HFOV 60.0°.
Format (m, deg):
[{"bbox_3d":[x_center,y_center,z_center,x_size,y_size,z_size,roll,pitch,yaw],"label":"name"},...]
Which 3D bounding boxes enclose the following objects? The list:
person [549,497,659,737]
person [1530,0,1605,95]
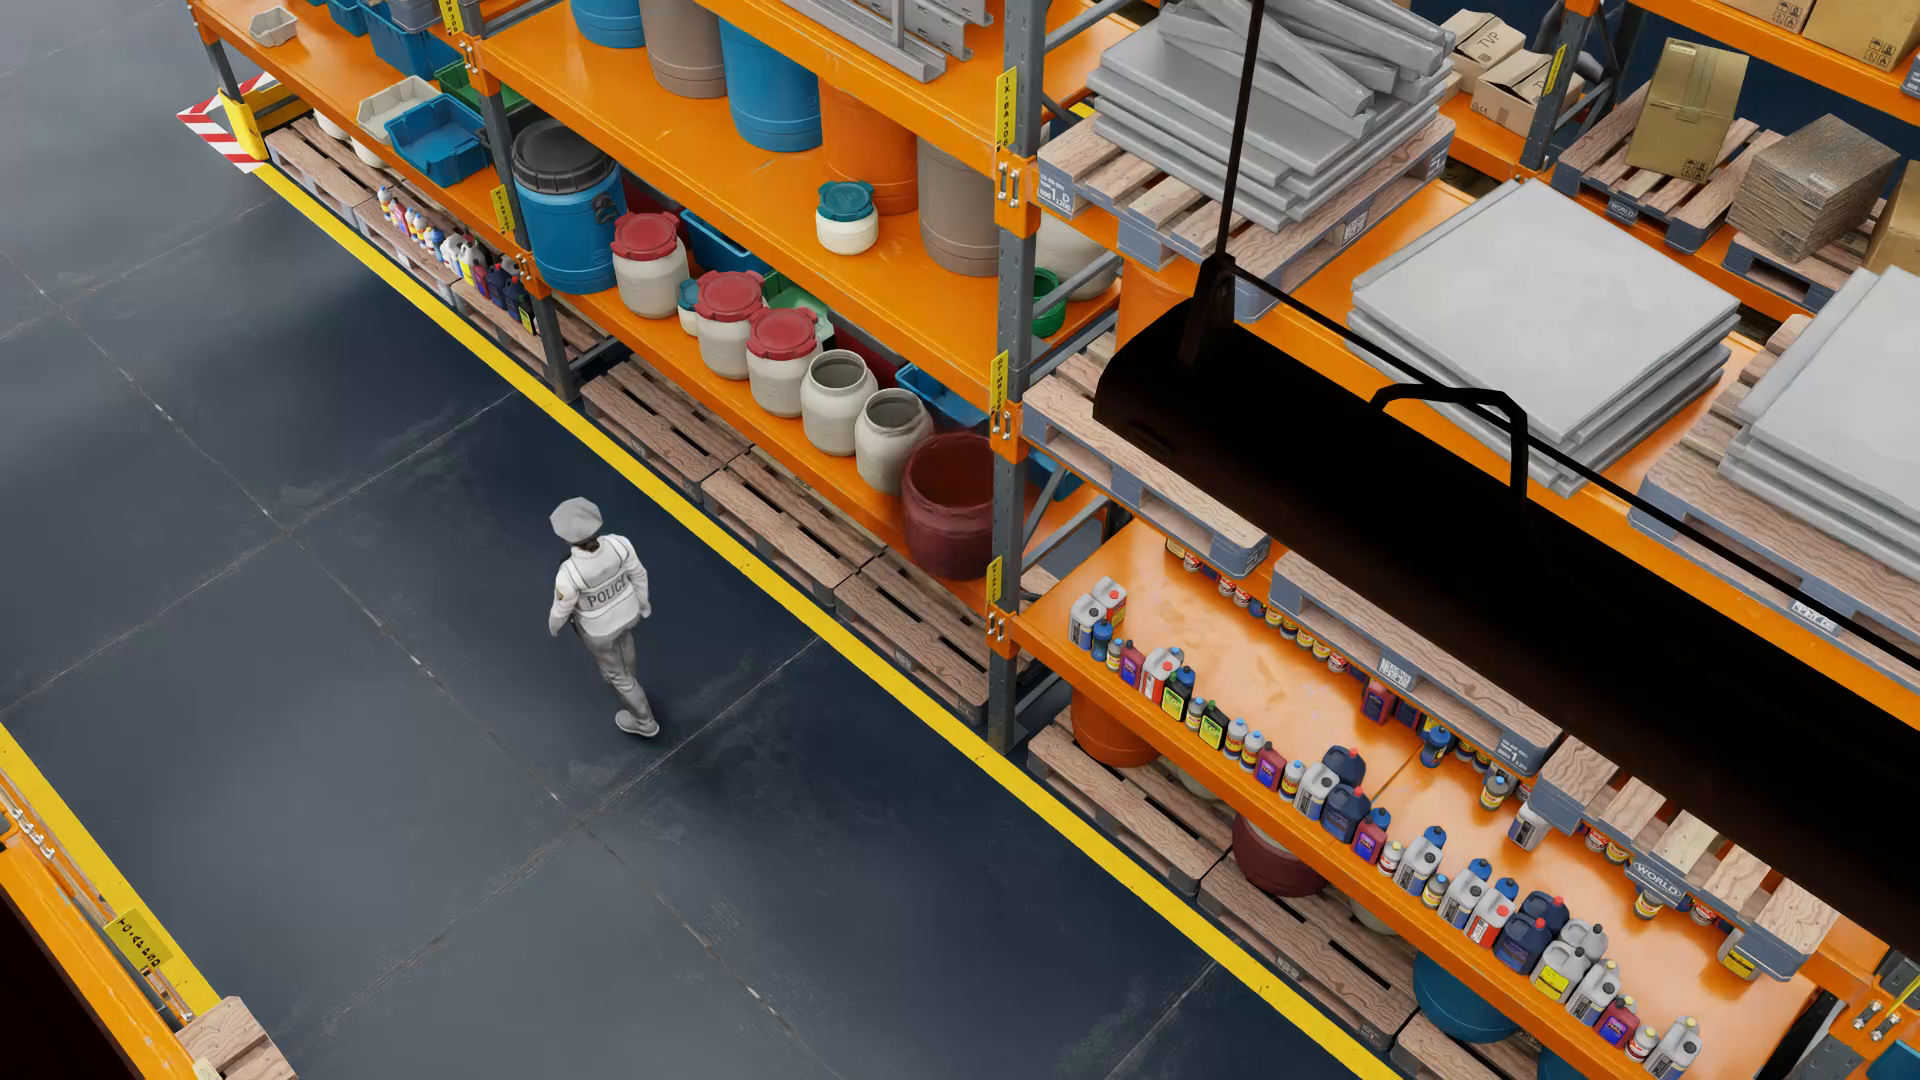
[{"bbox_3d":[-1.910,0.419,8.924,0.622,1.693,0.530,36,59,26],"label":"person"},{"bbox_3d":[4.802,-4.159,12.802,0.928,1.632,0.479,22,53,17],"label":"person"}]
